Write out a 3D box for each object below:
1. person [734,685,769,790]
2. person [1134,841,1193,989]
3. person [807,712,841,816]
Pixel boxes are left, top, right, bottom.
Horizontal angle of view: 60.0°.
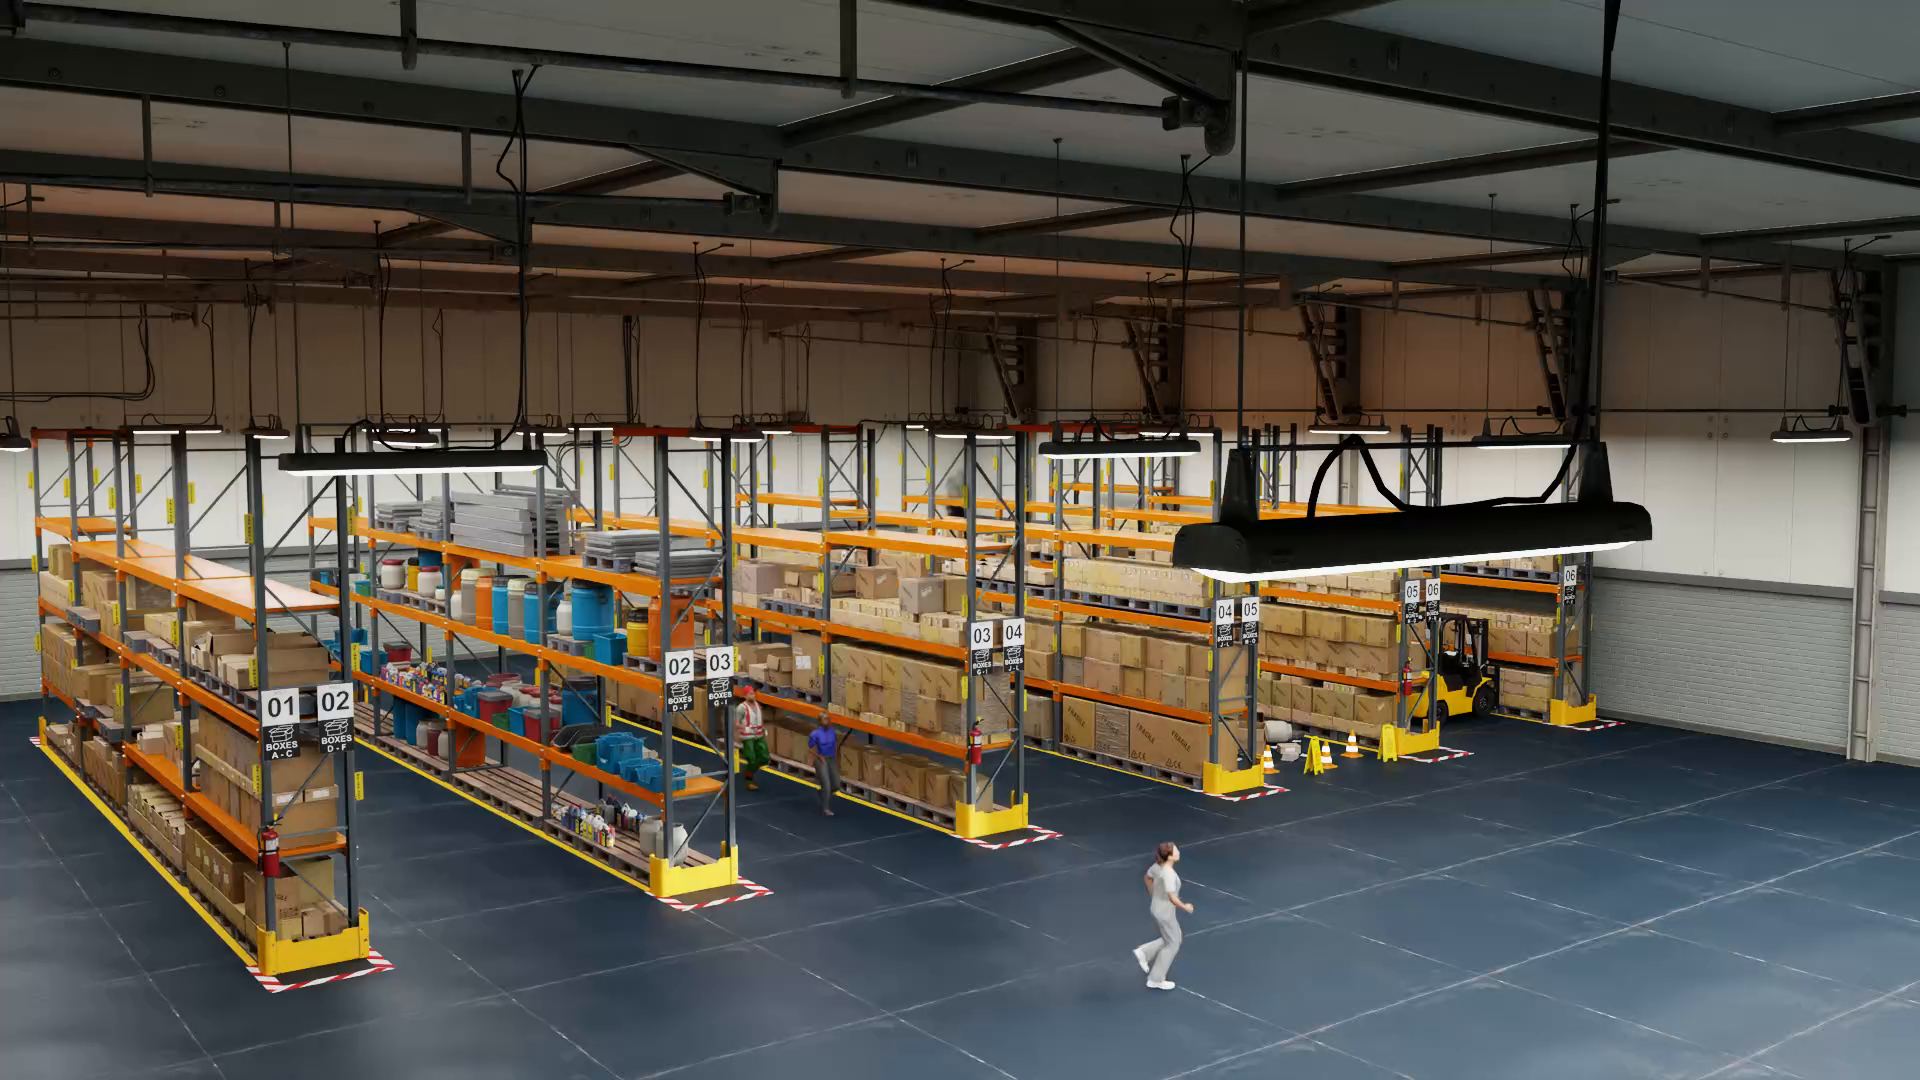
[{"bbox_3d":[-3.435,3.286,27.636,0.648,1.740,0.598,-4,6,-45],"label":"person"},{"bbox_3d":[2.224,4.094,18.220,0.632,1.632,0.584,-1,5,-11],"label":"person"},{"bbox_3d":[-2.117,3.495,25.985,0.573,1.591,0.584,-3,6,-37],"label":"person"}]
